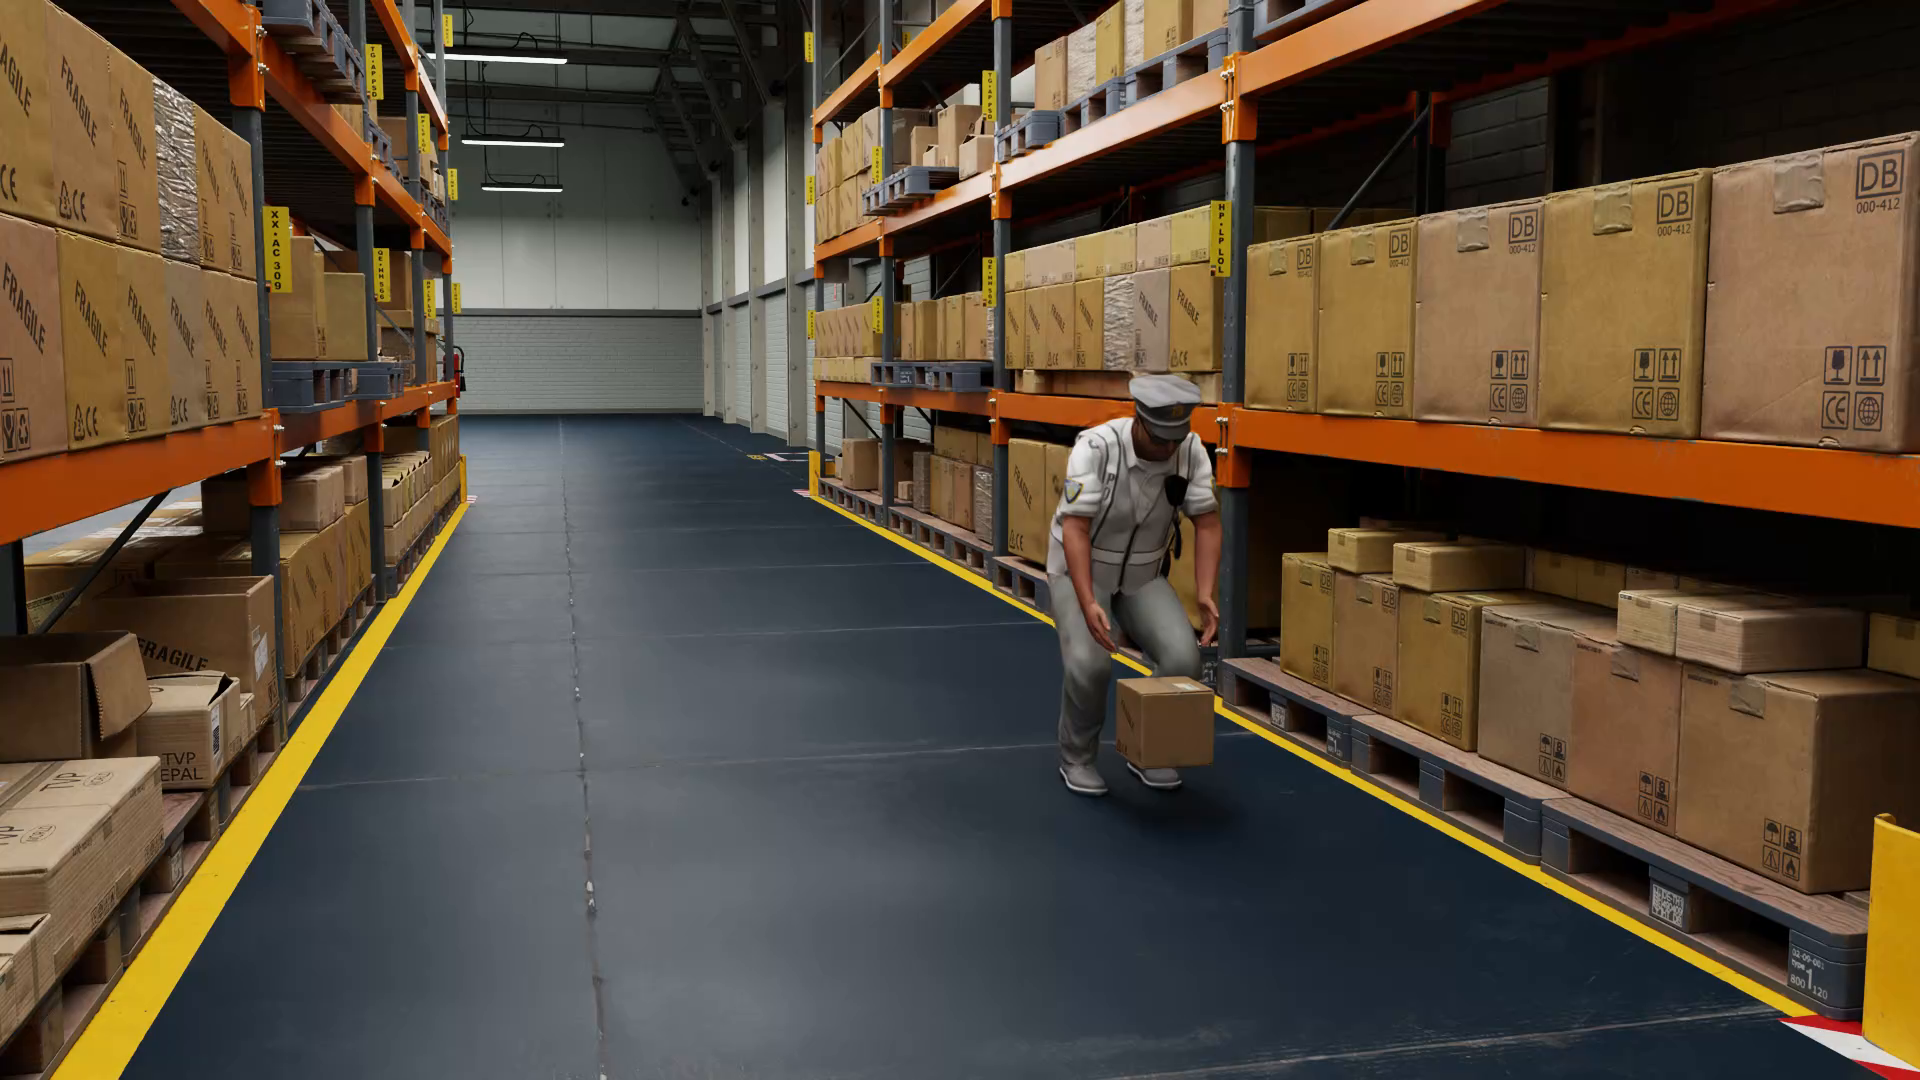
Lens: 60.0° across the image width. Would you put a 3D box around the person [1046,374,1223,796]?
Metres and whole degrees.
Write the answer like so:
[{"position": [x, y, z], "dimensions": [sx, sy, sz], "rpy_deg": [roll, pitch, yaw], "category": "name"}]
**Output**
[{"position": [0.615, 0.153, 5.864], "dimensions": [0.590, 1.469, 0.770], "rpy_deg": [-1, 6, -13], "category": "person"}]
